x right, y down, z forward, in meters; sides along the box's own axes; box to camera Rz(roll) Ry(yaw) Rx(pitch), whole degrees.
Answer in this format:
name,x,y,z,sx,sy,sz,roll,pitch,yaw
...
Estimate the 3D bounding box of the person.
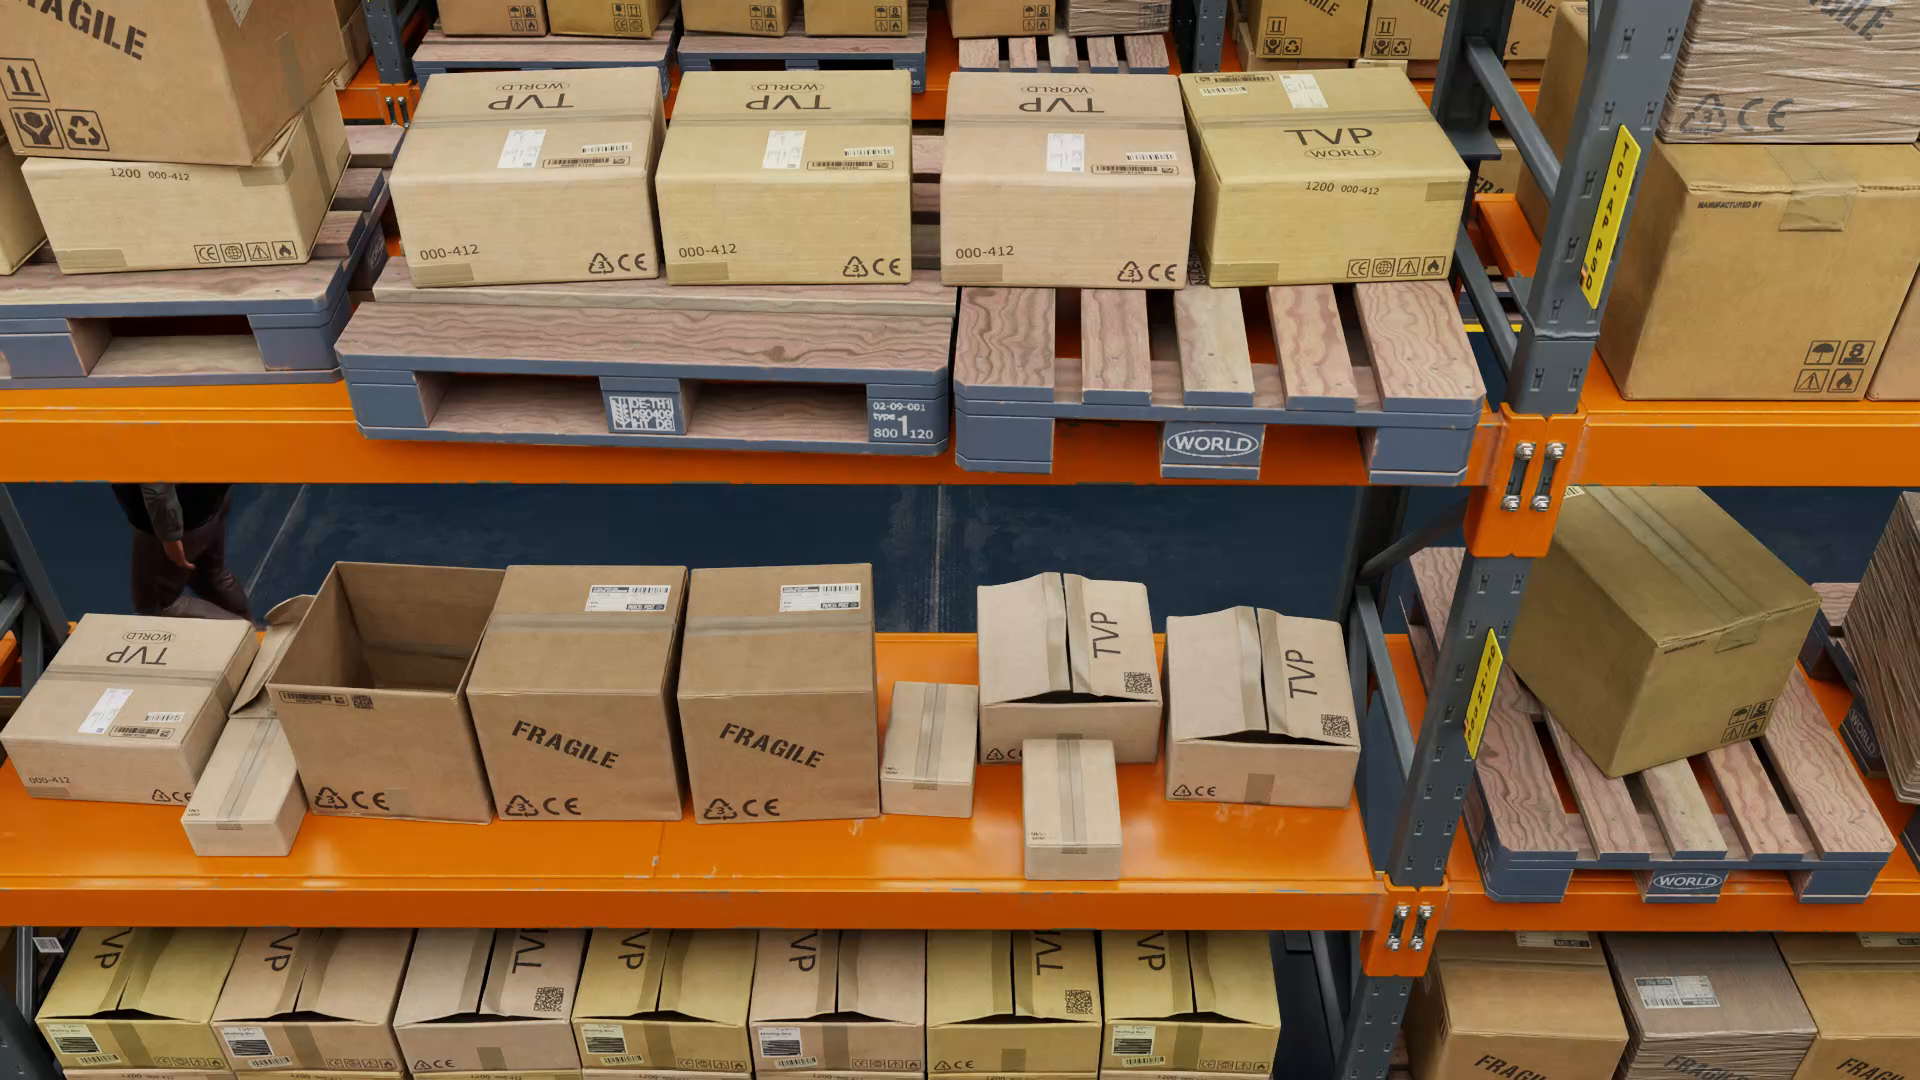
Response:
name,x,y,z,sx,sy,sz,roll,pitch,yaw
person,-2.921,-0.120,6.286,0.488,1.711,0.535,0,39,0
